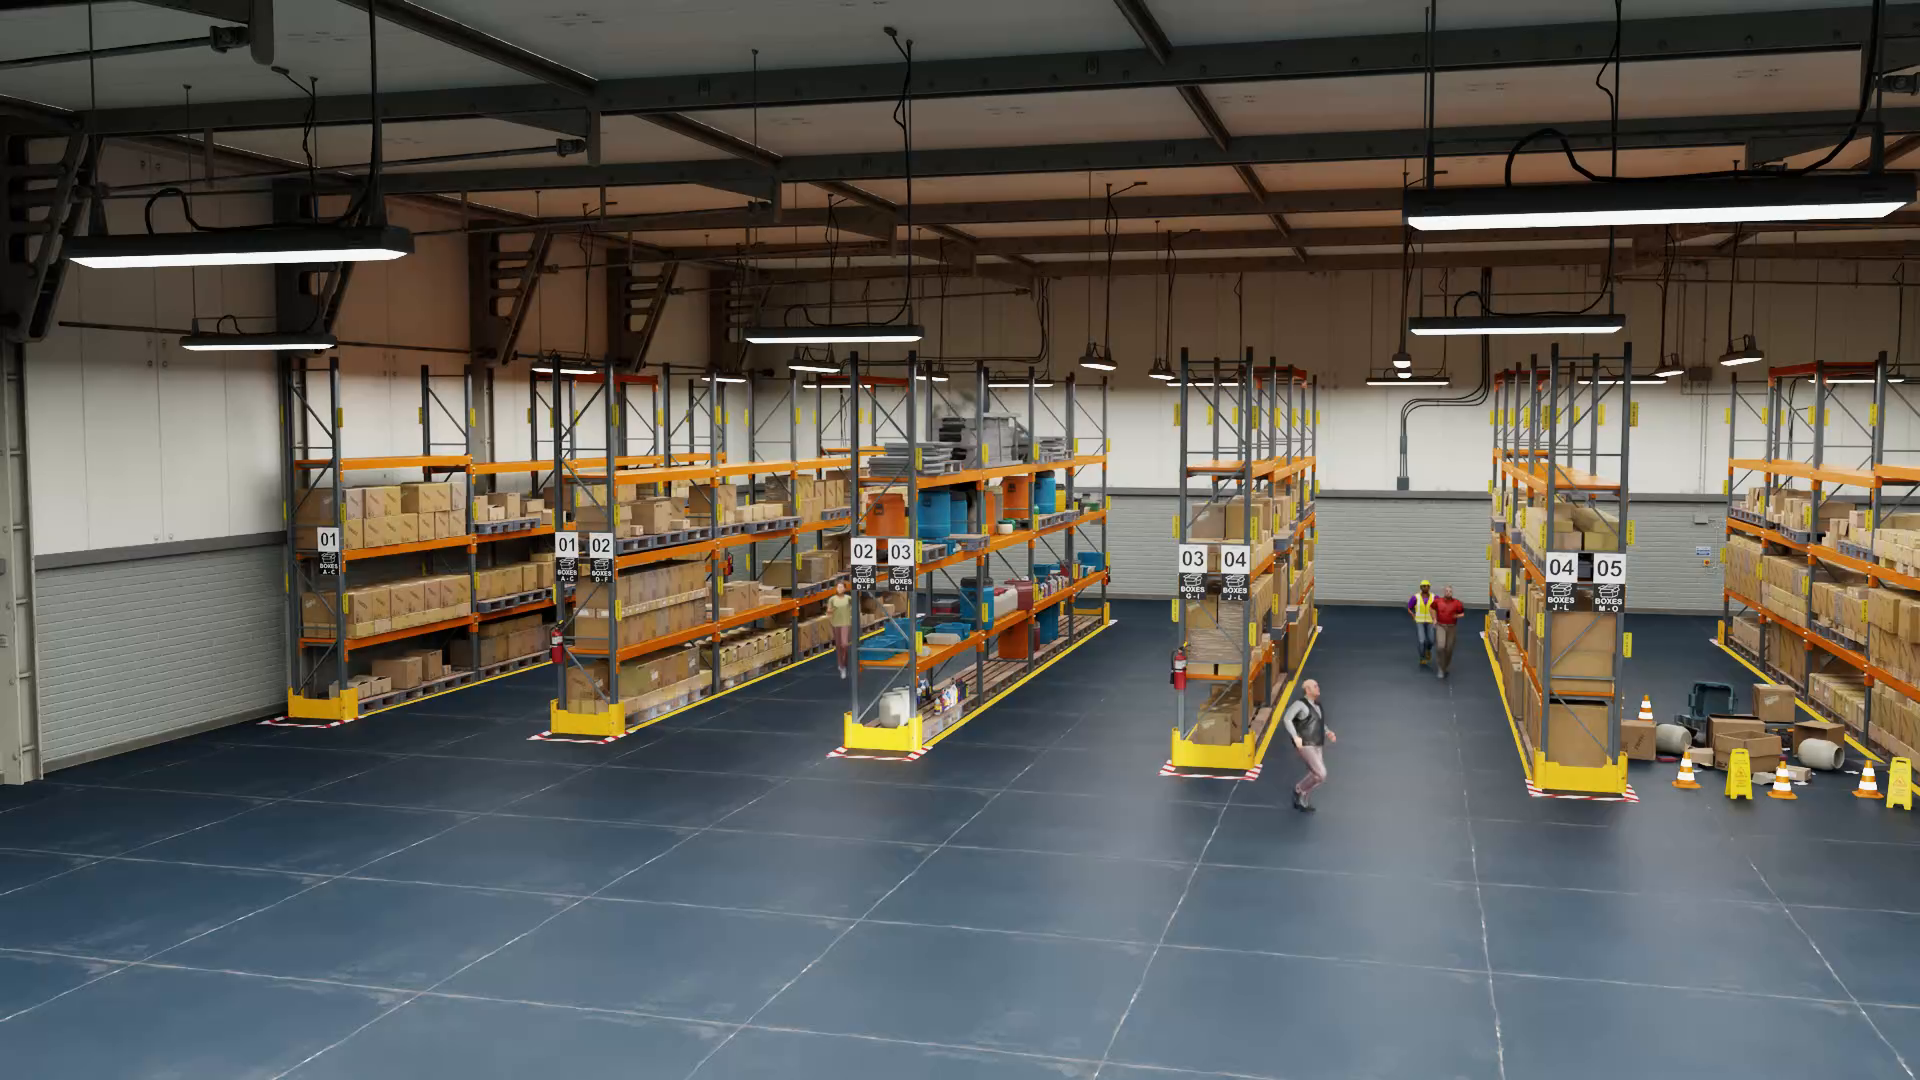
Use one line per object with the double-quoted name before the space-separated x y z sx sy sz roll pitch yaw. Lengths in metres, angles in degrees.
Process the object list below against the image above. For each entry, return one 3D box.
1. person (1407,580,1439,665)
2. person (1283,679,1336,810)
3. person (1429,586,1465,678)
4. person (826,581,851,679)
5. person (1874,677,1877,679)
"person" 9.422 1.668 33.721 0.696 1.718 0.605 1 4 9
"person" 4.455 2.610 21.084 0.572 1.683 0.660 4 6 42
"person" 9.456 1.786 32.288 0.640 1.802 0.806 1 4 9
"person" -2.192 1.638 30.676 0.559 1.766 0.673 1 4 7
"person" 17.662 1.784 31.947 0.662 1.740 0.510 1 4 9
